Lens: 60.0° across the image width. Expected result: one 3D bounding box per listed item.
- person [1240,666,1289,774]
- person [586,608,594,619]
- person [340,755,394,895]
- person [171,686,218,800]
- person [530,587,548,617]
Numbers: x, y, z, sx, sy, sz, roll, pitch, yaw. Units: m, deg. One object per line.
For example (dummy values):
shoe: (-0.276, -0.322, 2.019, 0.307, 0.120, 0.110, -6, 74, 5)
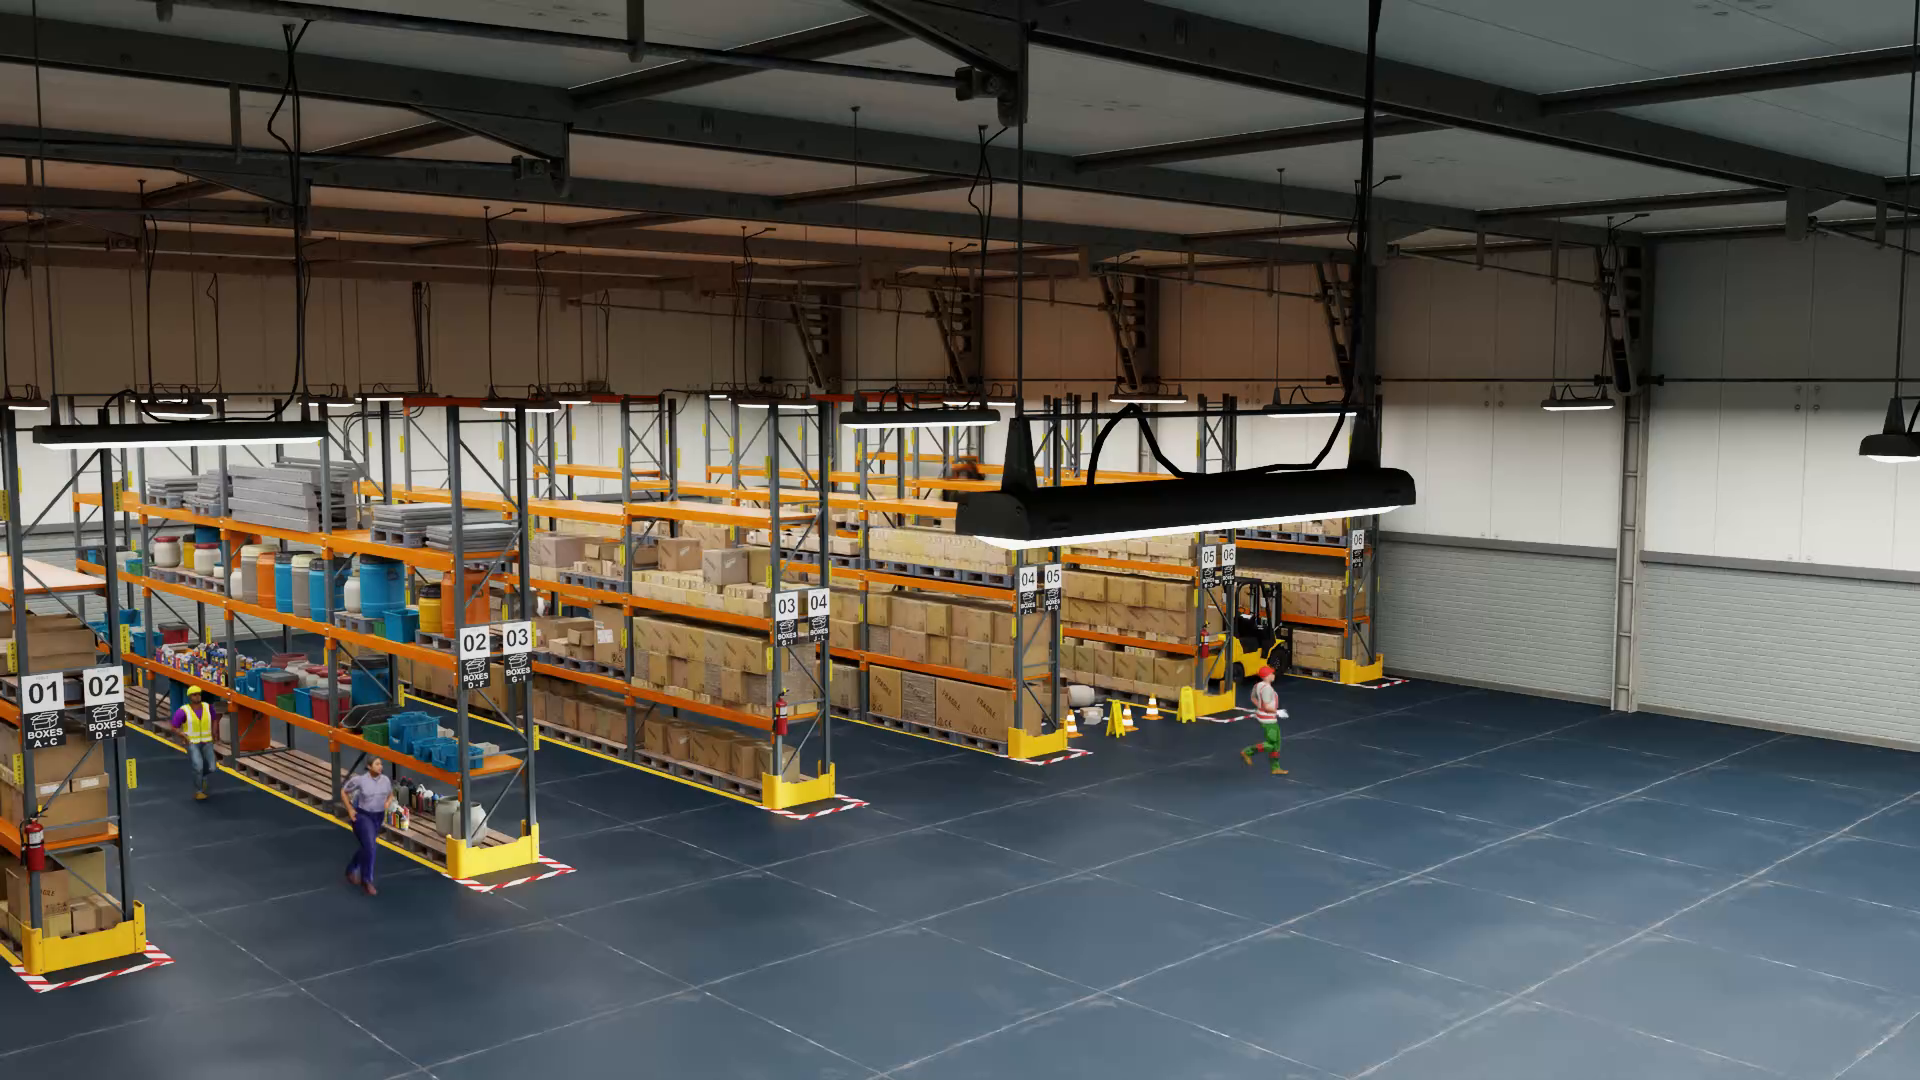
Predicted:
person: (4.880, 2.886, 26.622, 0.814, 1.759, 0.654, 0, 6, -2)
person: (-9.079, 1.493, 41.340, 0.911, 1.767, 0.767, 4, 7, 34)
person: (-7.374, 3.538, 20.781, 0.700, 1.669, 0.596, 3, 6, 31)
person: (-11.508, 3.049, 25.097, 0.696, 1.718, 0.605, -5, 8, -45)
person: (-9.419, 1.895, 36.988, 0.718, 1.734, 0.651, -4, 7, -36)
